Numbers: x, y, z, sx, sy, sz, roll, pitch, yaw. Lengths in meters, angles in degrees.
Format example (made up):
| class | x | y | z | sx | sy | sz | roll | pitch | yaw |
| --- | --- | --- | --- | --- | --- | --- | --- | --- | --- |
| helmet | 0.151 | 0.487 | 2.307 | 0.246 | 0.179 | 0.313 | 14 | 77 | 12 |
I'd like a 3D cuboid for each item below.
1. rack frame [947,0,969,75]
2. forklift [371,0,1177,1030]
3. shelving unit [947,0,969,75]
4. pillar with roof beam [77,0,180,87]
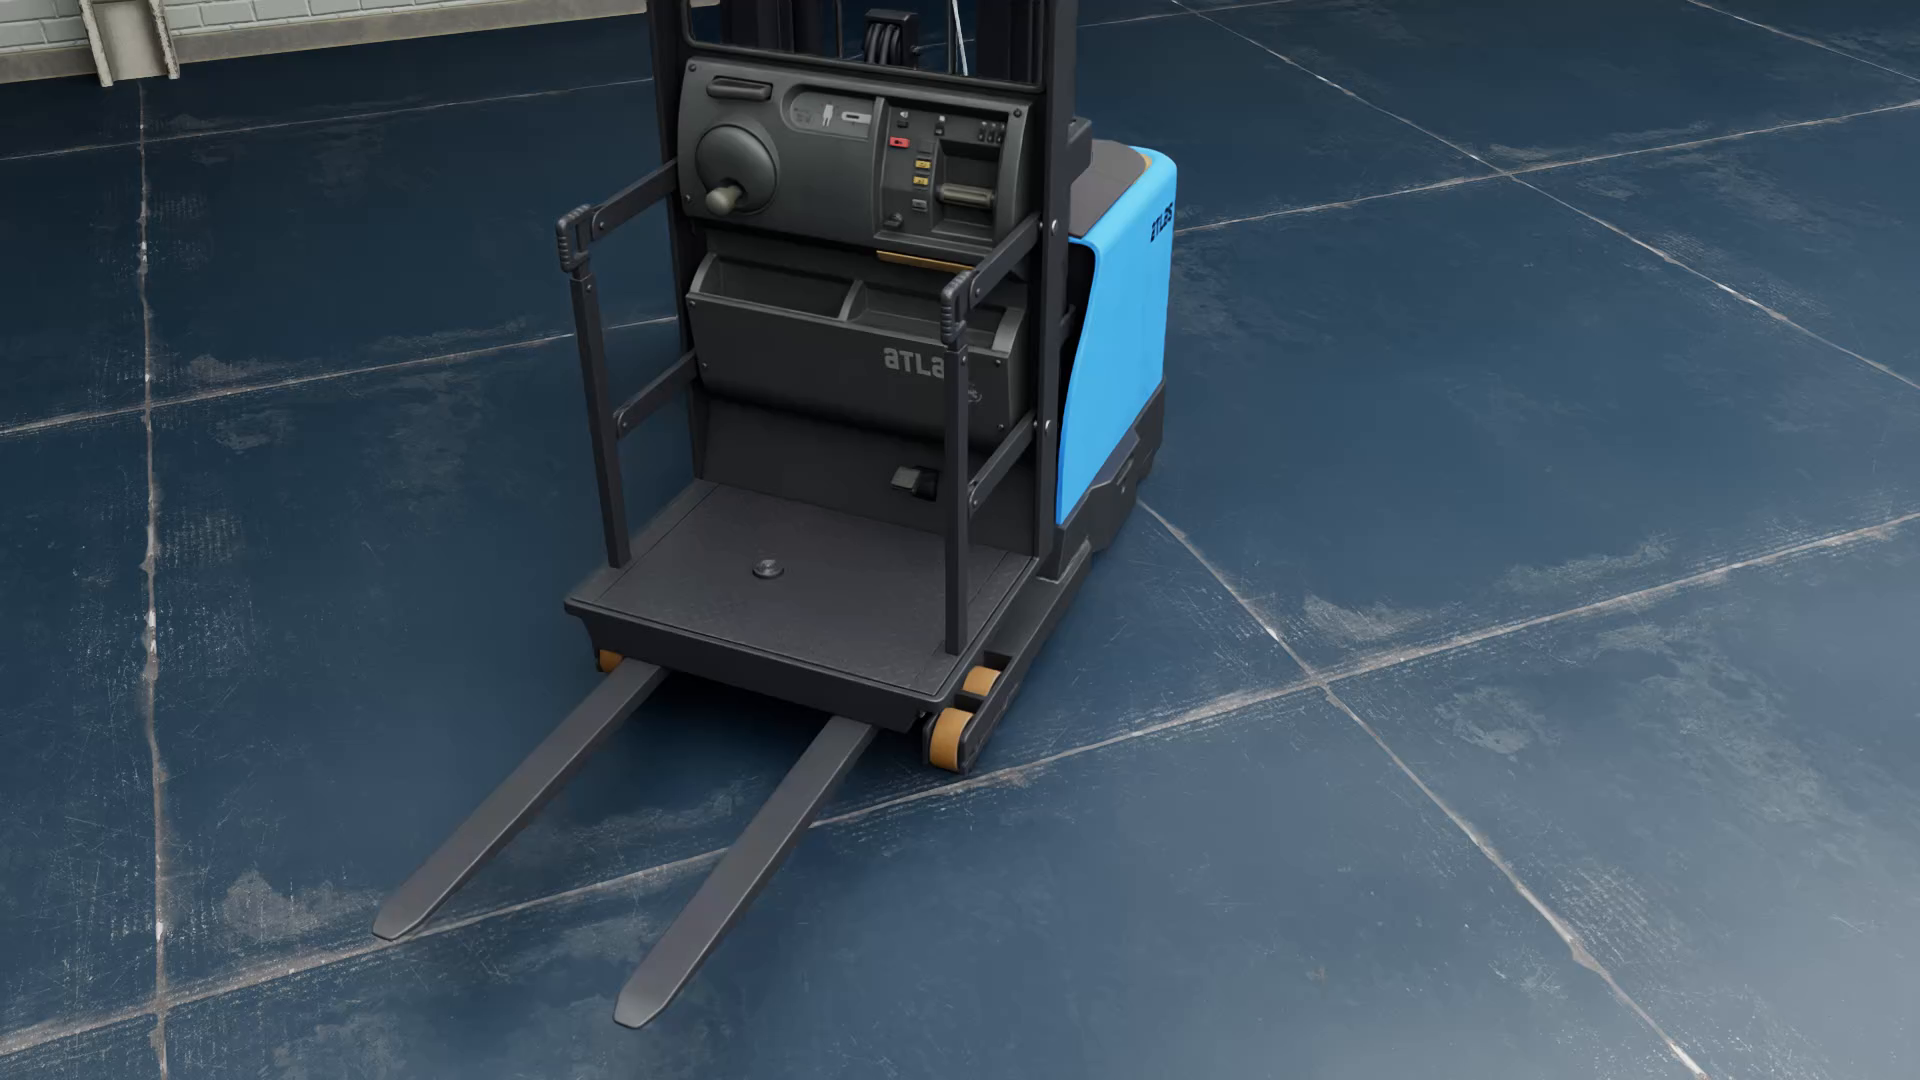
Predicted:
| class | x | y | z | sx | sy | sz | roll | pitch | yaw |
| --- | --- | --- | --- | --- | --- | --- | --- | --- | --- |
| rack frame | 0.026 | -1.334 | 5.926 | 0.032 | 1.500 | 0.500 | -8 | 34 | -11 |
| forklift | -0.360 | -0.892 | 3.933 | 1.130 | 2.935 | 3.031 | 13 | 35 | 19 |
| shelving unit | -0.459 | -1.270 | 5.827 | 1.083 | 1.500 | 0.587 | -8 | 34 | -11 |
| pillar with roof beam | -2.875 | -4.189 | 3.437 | 0.400 | 9.000 | 9.100 | -13 | 35 | -19 |
